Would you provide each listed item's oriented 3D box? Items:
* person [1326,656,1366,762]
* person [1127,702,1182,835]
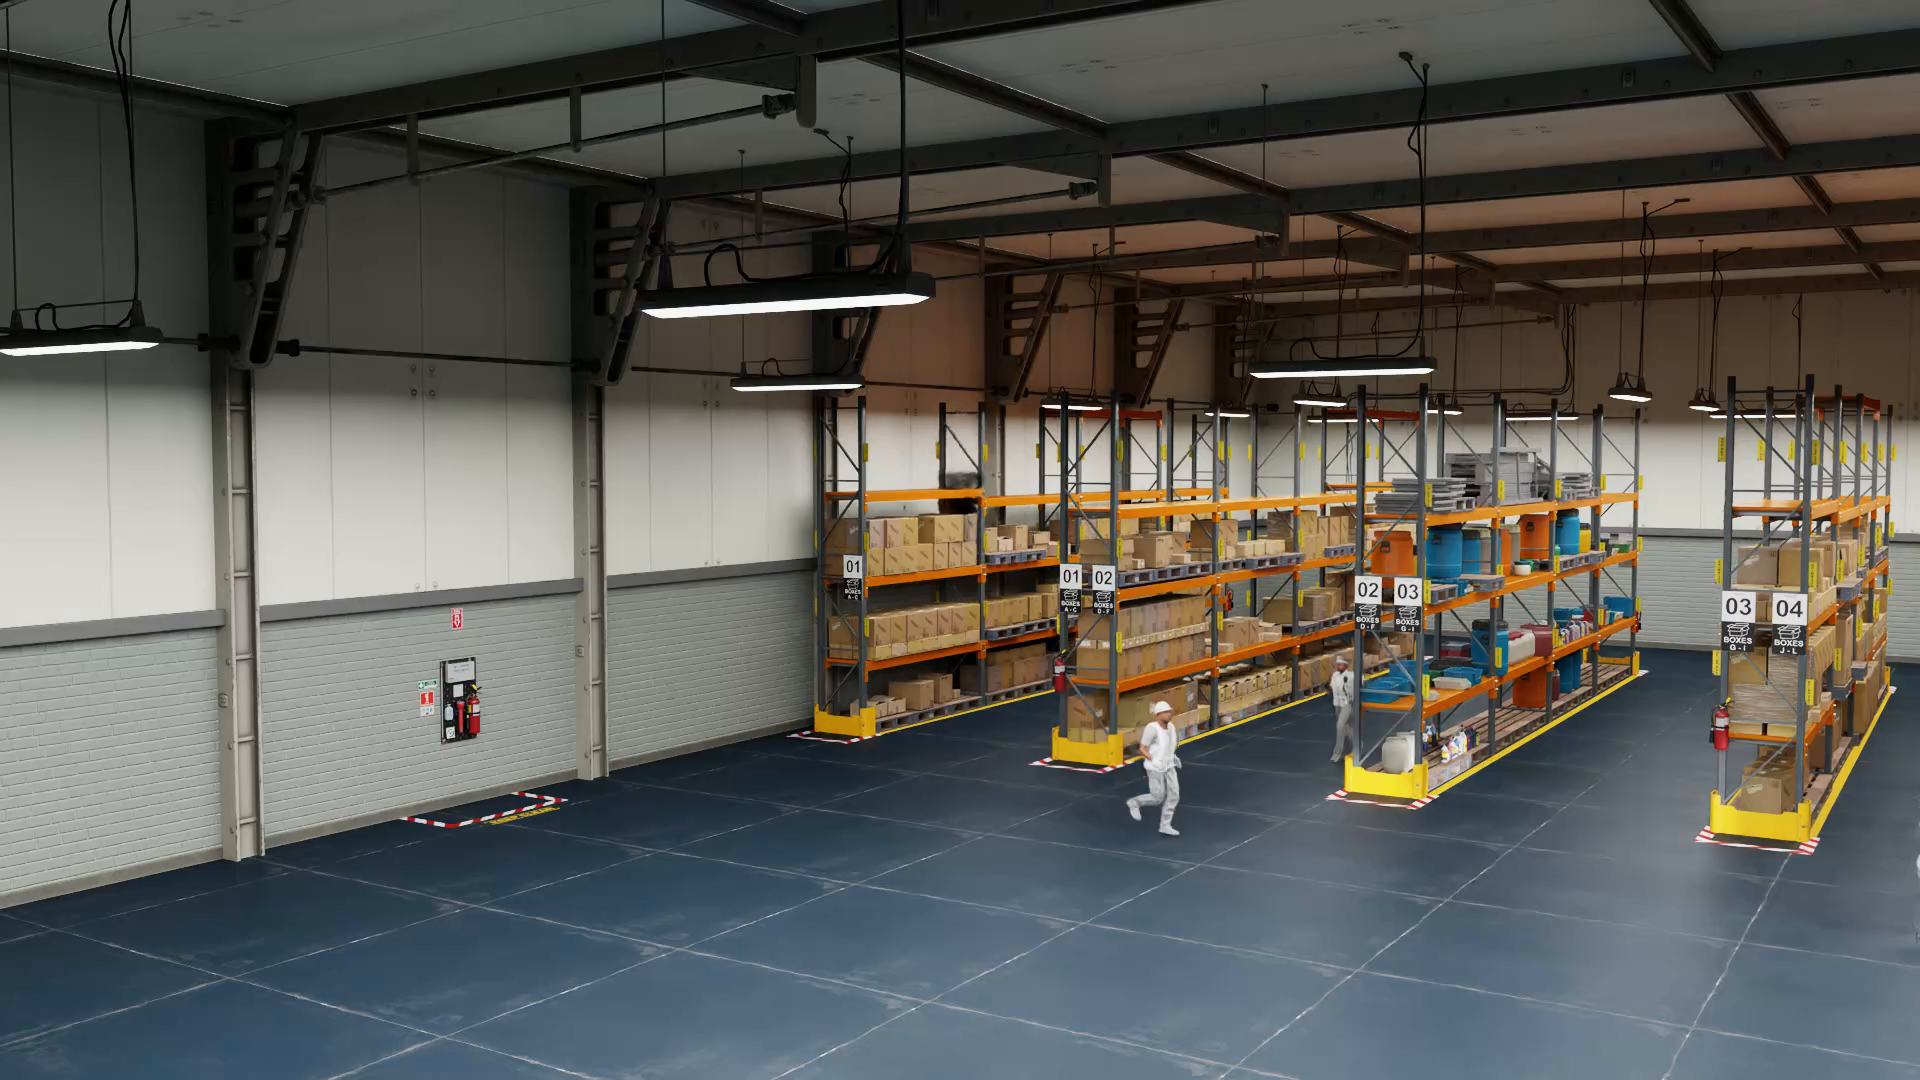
[{"bbox_3d":[6.286,2.735,27.234,0.853,1.706,0.592,-2,4,-35],"label":"person"},{"bbox_3d":[2.580,2.983,21.911,0.673,1.742,0.784,-3,4,-43],"label":"person"}]
